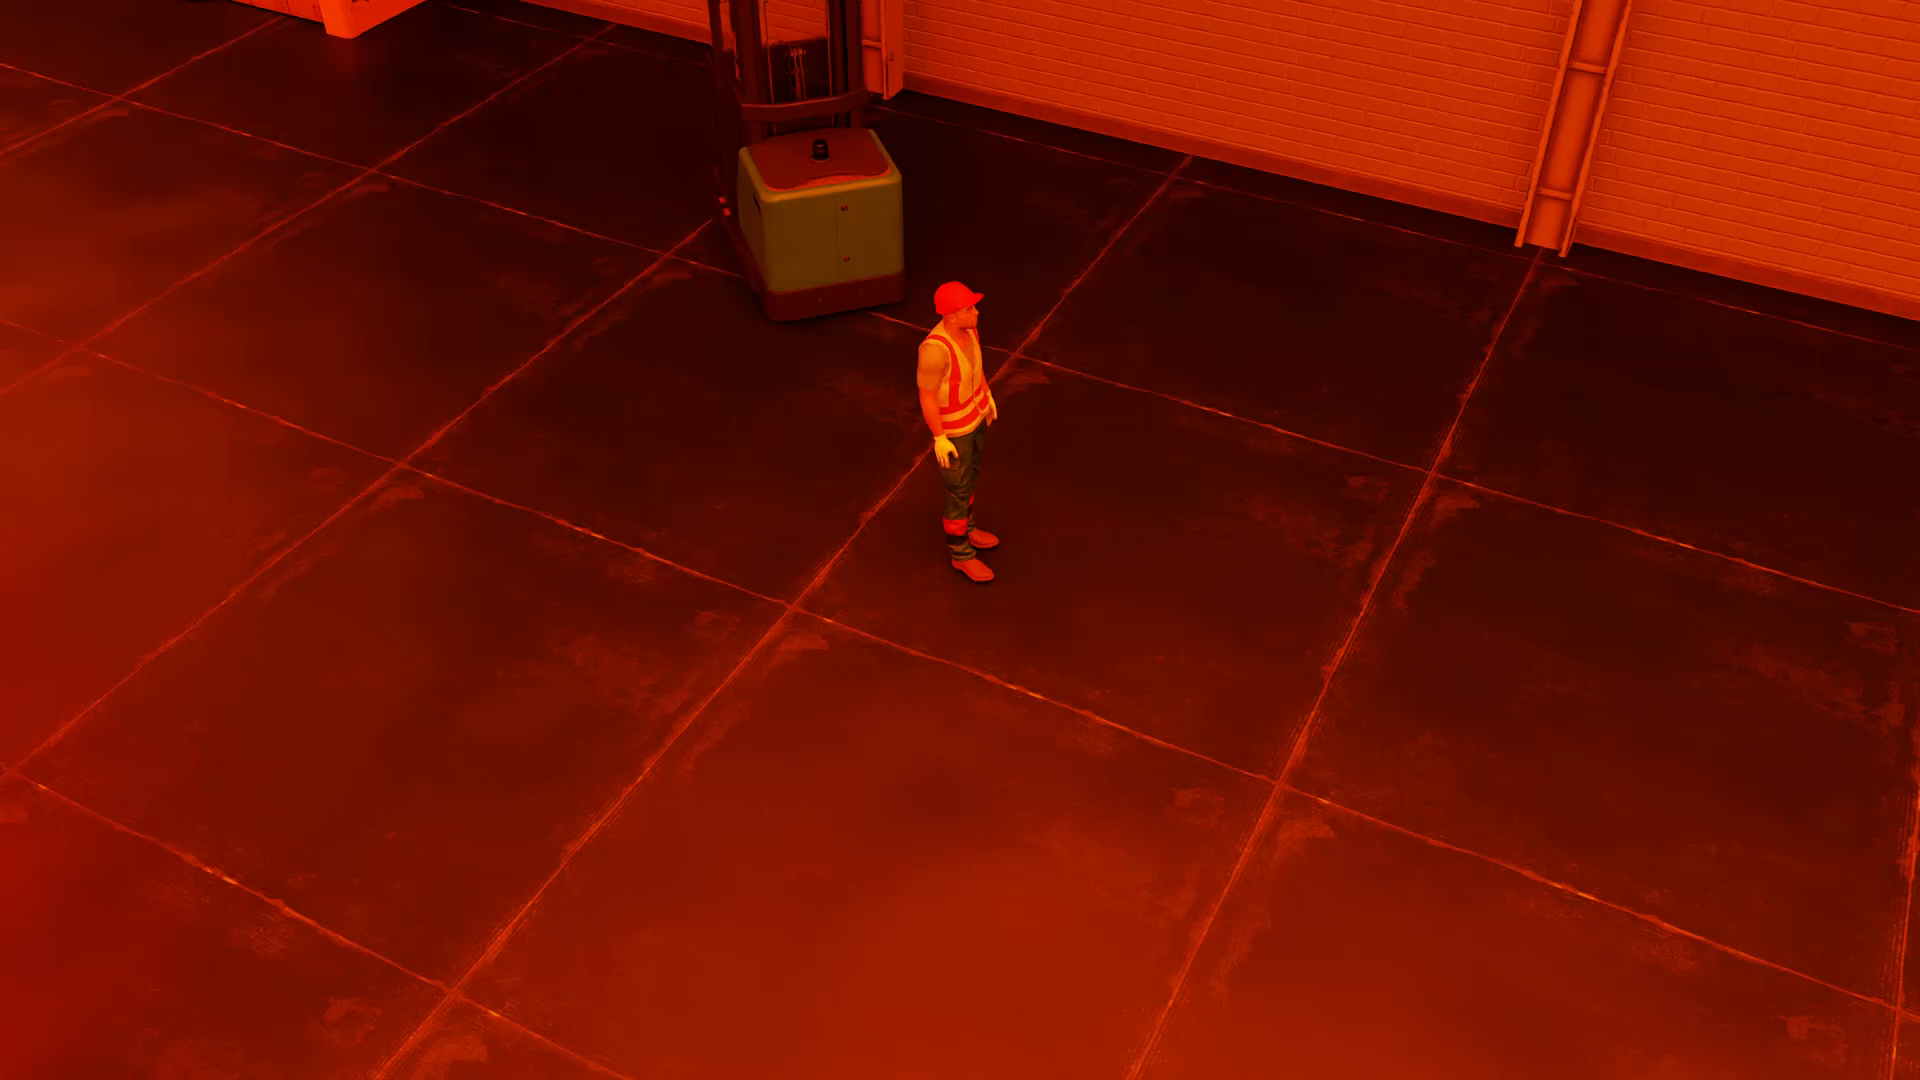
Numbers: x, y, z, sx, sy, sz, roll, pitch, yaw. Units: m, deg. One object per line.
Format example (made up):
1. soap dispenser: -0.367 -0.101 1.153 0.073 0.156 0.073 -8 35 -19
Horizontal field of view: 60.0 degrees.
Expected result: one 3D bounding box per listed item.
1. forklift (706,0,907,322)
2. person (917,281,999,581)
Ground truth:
1. forklift: -1.329 -3.657 12.329 1.130 2.935 3.031 -12 42 -14
2. person: 0.066 -0.659 9.644 0.562 1.790 0.637 18 43 21
